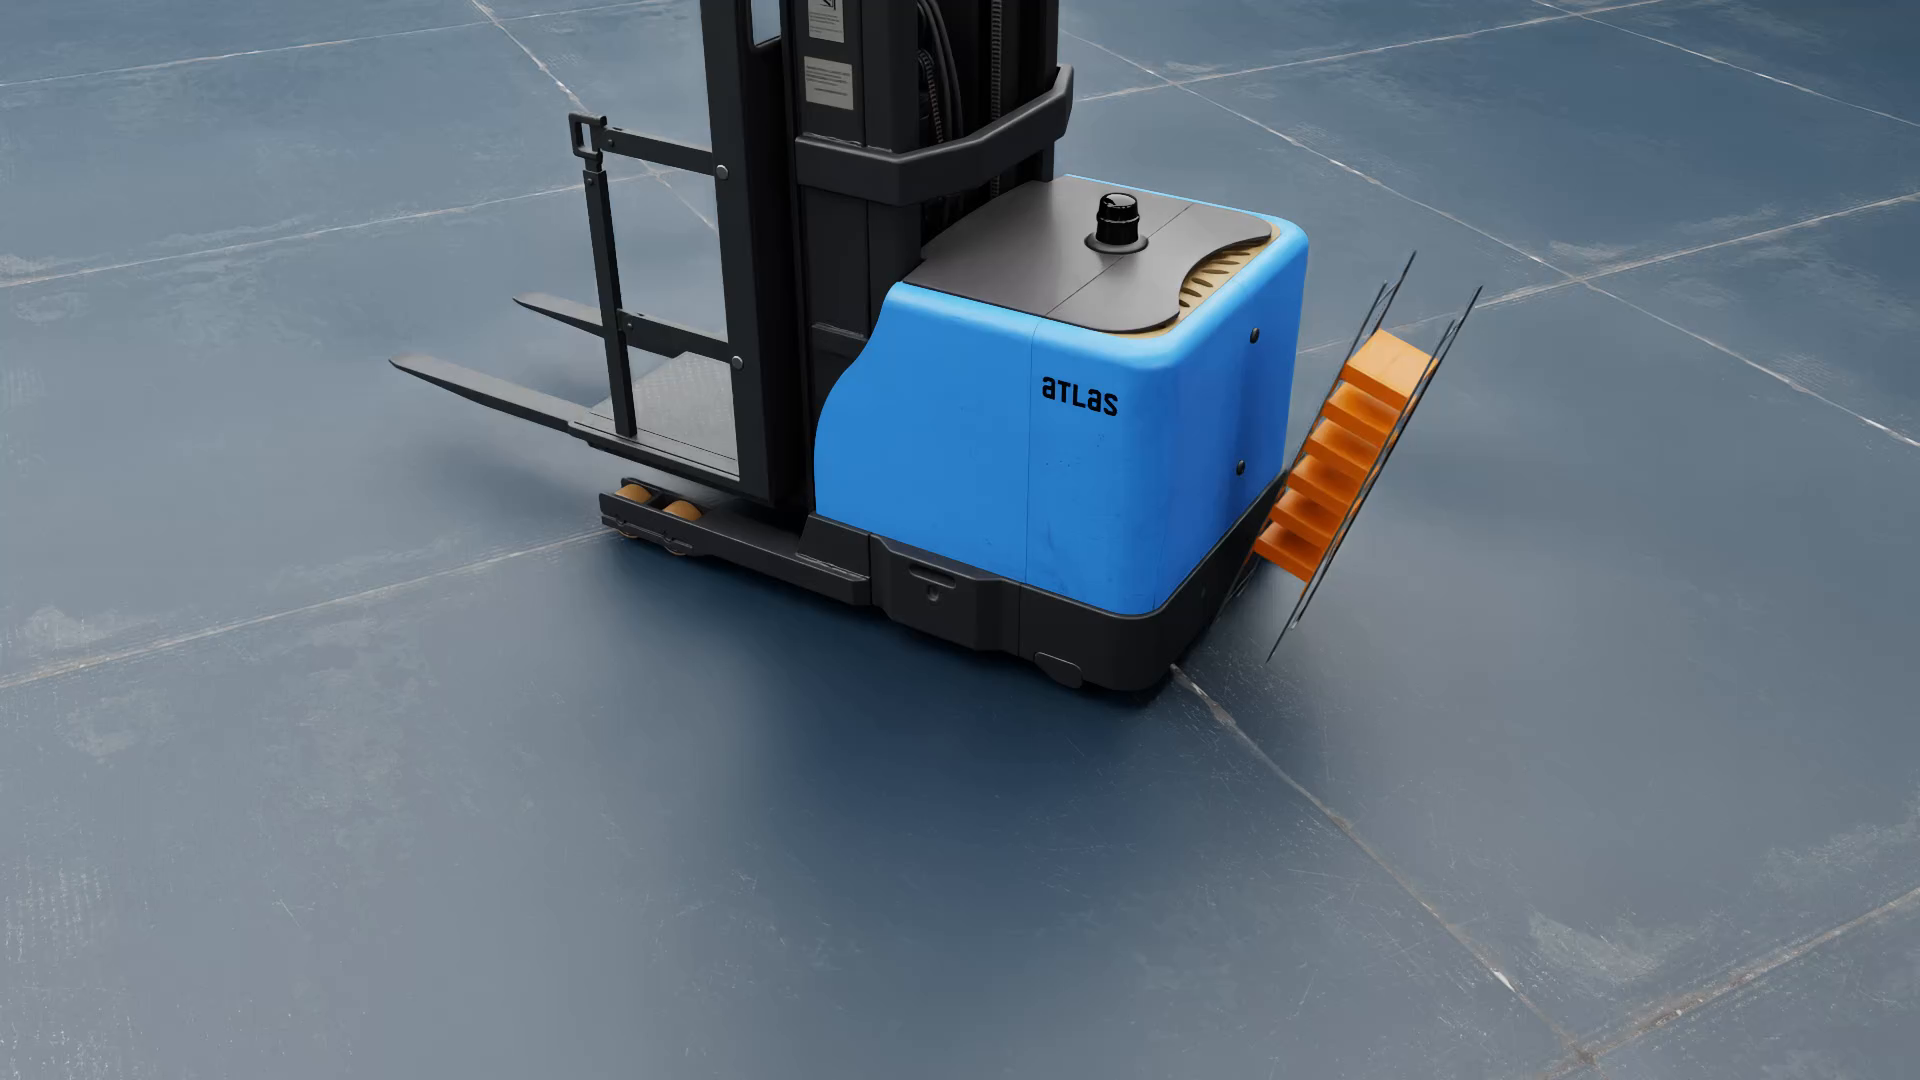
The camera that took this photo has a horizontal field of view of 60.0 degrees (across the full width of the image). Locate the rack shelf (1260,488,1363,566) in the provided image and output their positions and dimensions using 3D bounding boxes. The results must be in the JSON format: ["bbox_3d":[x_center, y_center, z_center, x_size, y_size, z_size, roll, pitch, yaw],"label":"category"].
[{"bbox_3d":[0.963,-0.070,4.533,0.180,0.103,0.258,32,42,15],"label":"rack shelf"}]

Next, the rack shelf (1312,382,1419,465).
[{"bbox_3d":[1.052,-0.330,4.301,0.180,0.103,0.258,32,42,15],"label":"rack shelf"}]

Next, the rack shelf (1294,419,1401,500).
[{"bbox_3d":[1.022,-0.243,4.378,0.180,0.103,0.258,32,42,15],"label":"rack shelf"}]

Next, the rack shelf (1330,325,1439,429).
[{"bbox_3d":[1.082,-0.417,4.223,0.180,0.103,0.258,32,42,15],"label":"rack shelf"}]

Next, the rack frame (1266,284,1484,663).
[{"bbox_3d":[1.078,-0.141,4.403,0.006,1.200,0.240,32,42,15],"label":"rack frame"}]

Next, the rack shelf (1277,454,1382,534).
[{"bbox_3d":[0.993,-0.156,4.456,0.180,0.103,0.258,32,42,15],"label":"rack shelf"}]

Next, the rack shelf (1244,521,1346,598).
[{"bbox_3d":[0.933,0.017,4.610,0.180,0.103,0.258,32,42,15],"label":"rack shelf"}]

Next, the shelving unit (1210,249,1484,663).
[{"bbox_3d":[1.004,-0.189,4.427,0.189,1.200,0.258,32,42,15],"label":"shelving unit"}]

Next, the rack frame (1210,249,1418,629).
[{"bbox_3d":[0.929,-0.236,4.451,0.006,1.200,0.240,32,42,15],"label":"rack frame"}]

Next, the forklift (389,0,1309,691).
[{"bbox_3d":[-0.536,-1.410,4.733,3.031,2.935,1.130,18,37,26],"label":"forklift"}]
